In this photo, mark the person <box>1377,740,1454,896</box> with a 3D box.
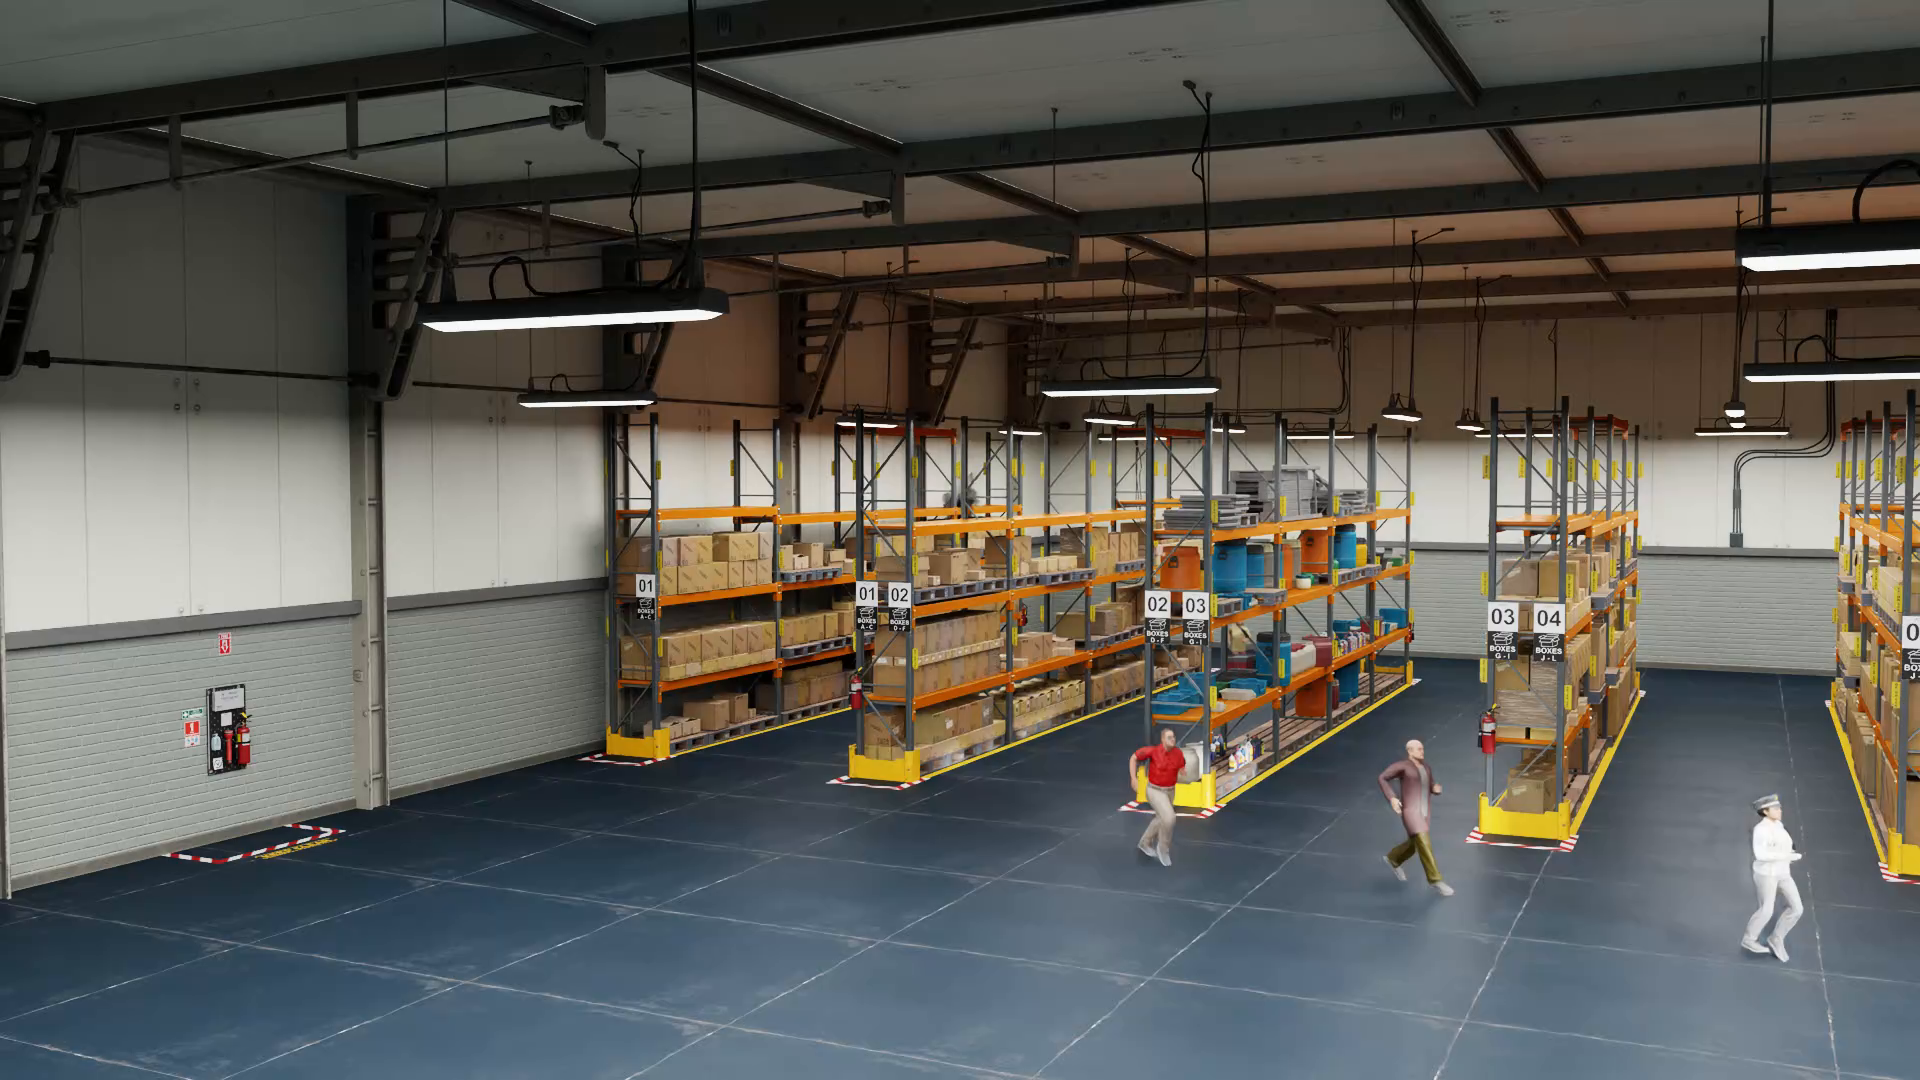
[{"bbox_3d":[5.445,3.256,19.784,0.736,1.745,1.134,-2,3,-38],"label":"person"}]

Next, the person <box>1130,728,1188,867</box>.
[{"bbox_3d":[2.555,3.265,21.160,0.689,1.749,0.854,-2,3,-33],"label":"person"}]

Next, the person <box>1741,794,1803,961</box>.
[{"bbox_3d":[8.327,3.447,16.978,0.593,1.723,0.651,-1,3,-30],"label":"person"}]

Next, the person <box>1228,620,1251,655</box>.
[{"bbox_3d":[6.410,2.548,38.184,0.578,1.650,0.913,1,3,18],"label":"person"}]
